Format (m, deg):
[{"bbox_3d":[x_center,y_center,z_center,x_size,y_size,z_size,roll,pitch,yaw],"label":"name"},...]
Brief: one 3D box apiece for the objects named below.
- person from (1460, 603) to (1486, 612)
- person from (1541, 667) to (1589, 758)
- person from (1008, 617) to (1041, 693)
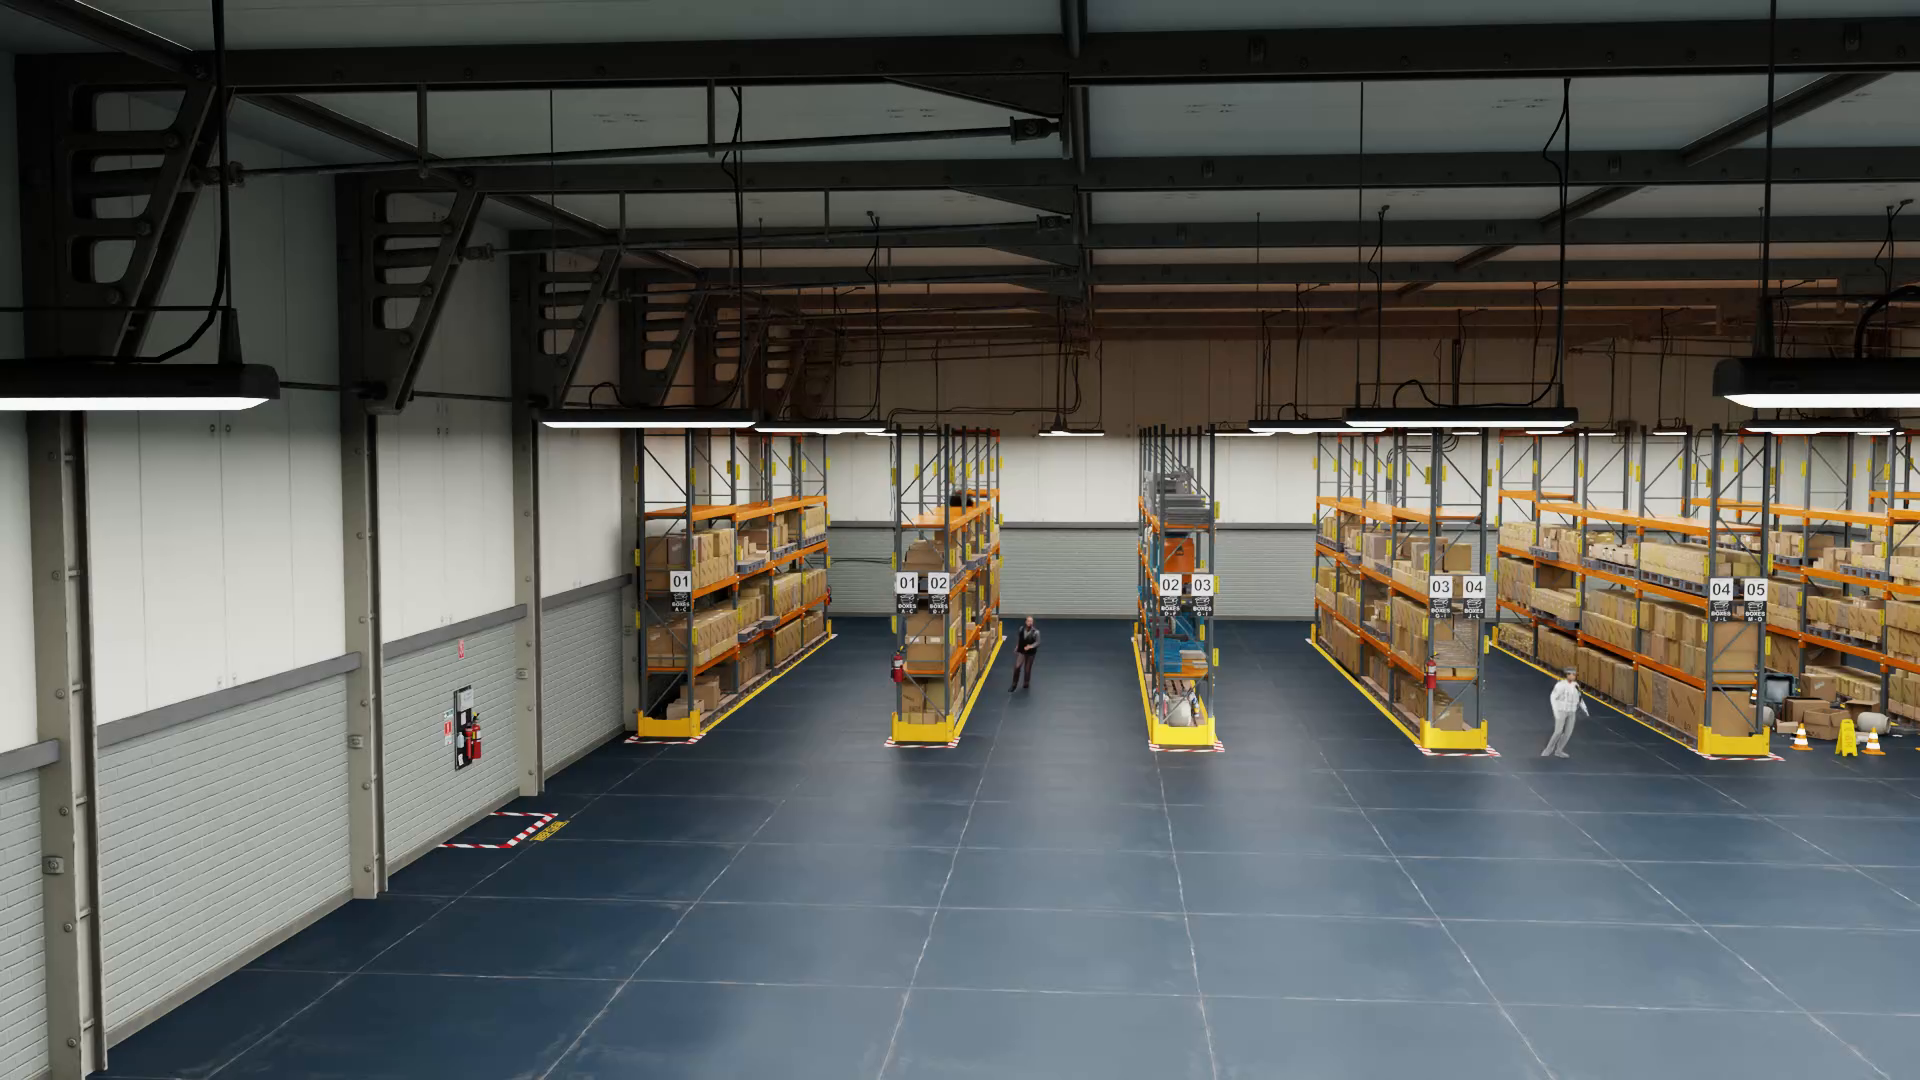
[{"bbox_3d":[13.472,2.172,43.726,0.652,1.835,0.798,0,4,7],"label":"person"},{"bbox_3d":[10.825,3.092,29.747,0.731,1.650,0.560,-1,4,-20],"label":"person"},{"bbox_3d":[1.487,2.574,37.546,0.715,1.692,0.834,1,4,14],"label":"person"}]
